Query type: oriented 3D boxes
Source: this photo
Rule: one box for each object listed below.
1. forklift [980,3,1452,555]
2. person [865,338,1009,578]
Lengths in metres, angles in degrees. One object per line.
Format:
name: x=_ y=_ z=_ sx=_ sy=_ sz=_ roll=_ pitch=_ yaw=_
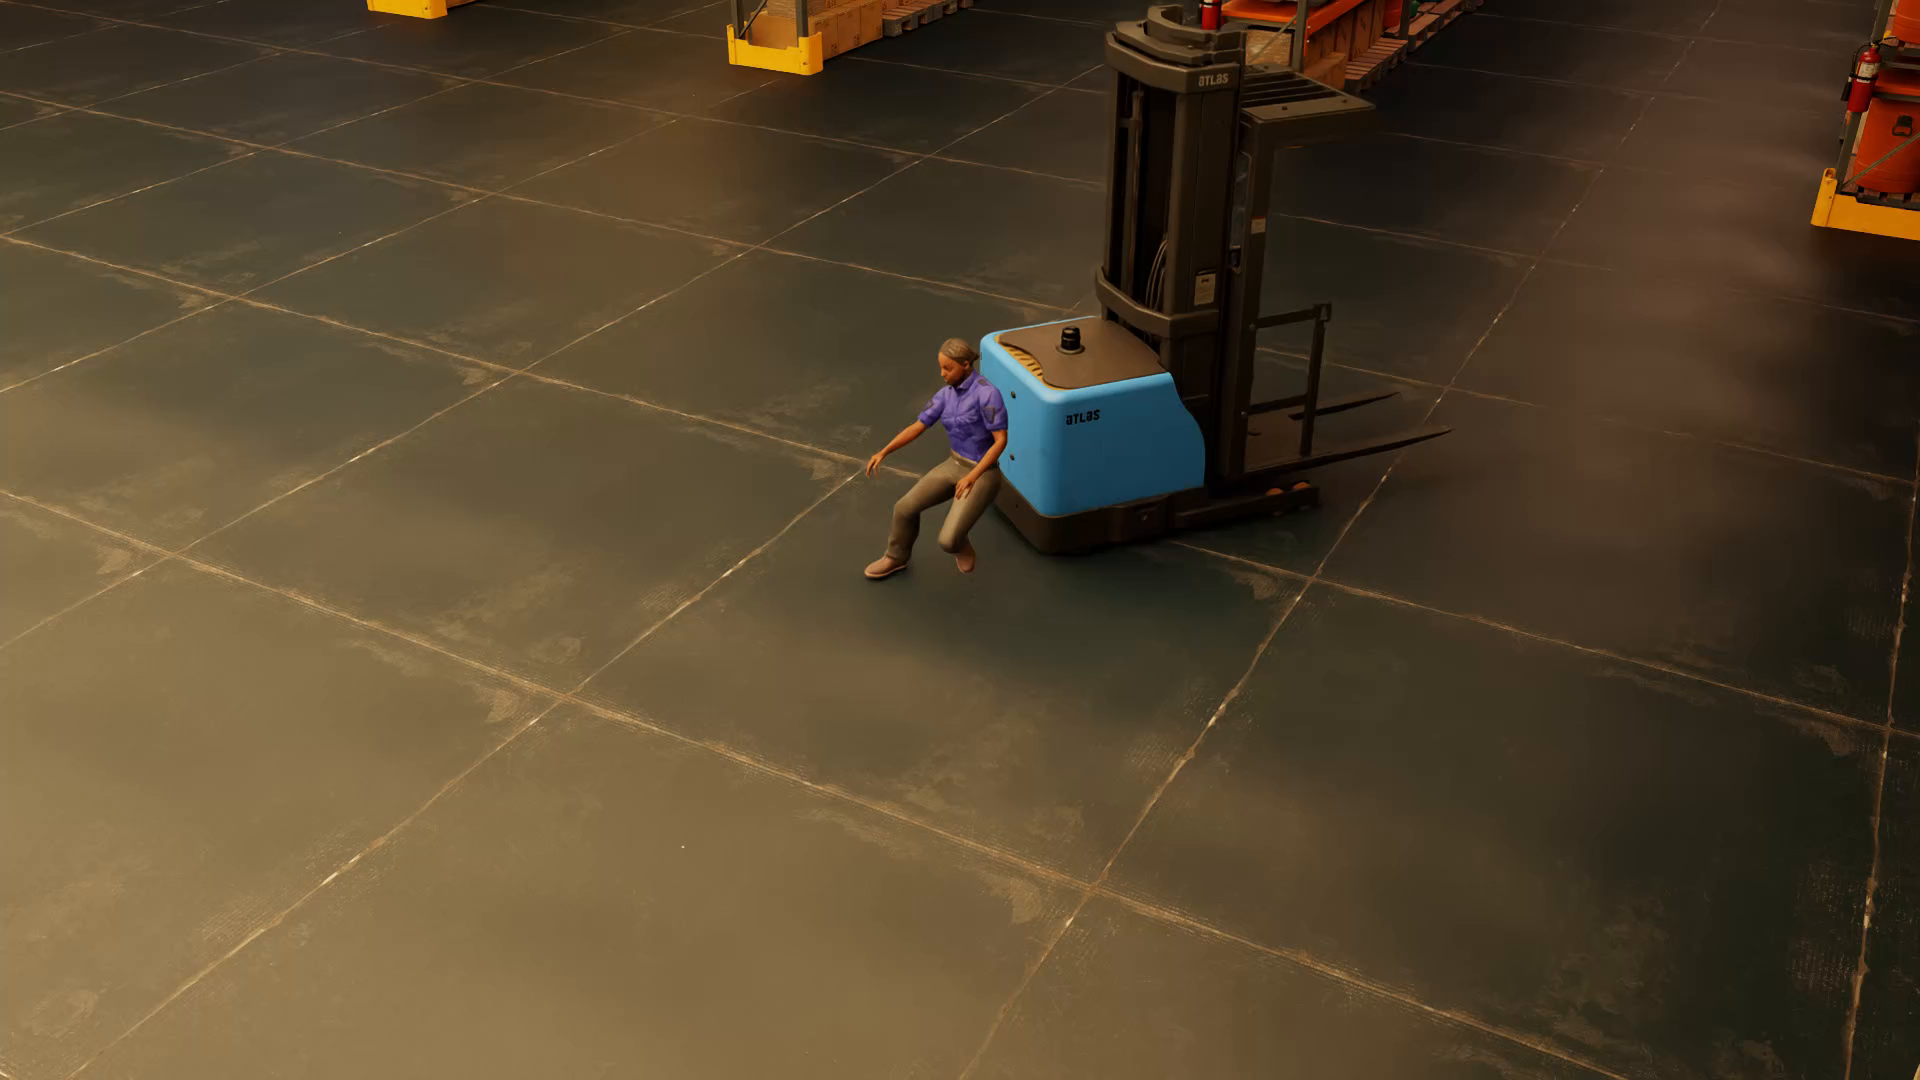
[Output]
forklift: x=1.674 y=-1.651 z=9.931 sx=3.031 sy=2.935 sz=1.130 roll=-12 pitch=32 yaw=-20
person: x=-0.138 y=-0.367 z=9.144 sx=0.696 sy=1.486 sz=0.755 roll=-21 pitch=36 yaw=-32
